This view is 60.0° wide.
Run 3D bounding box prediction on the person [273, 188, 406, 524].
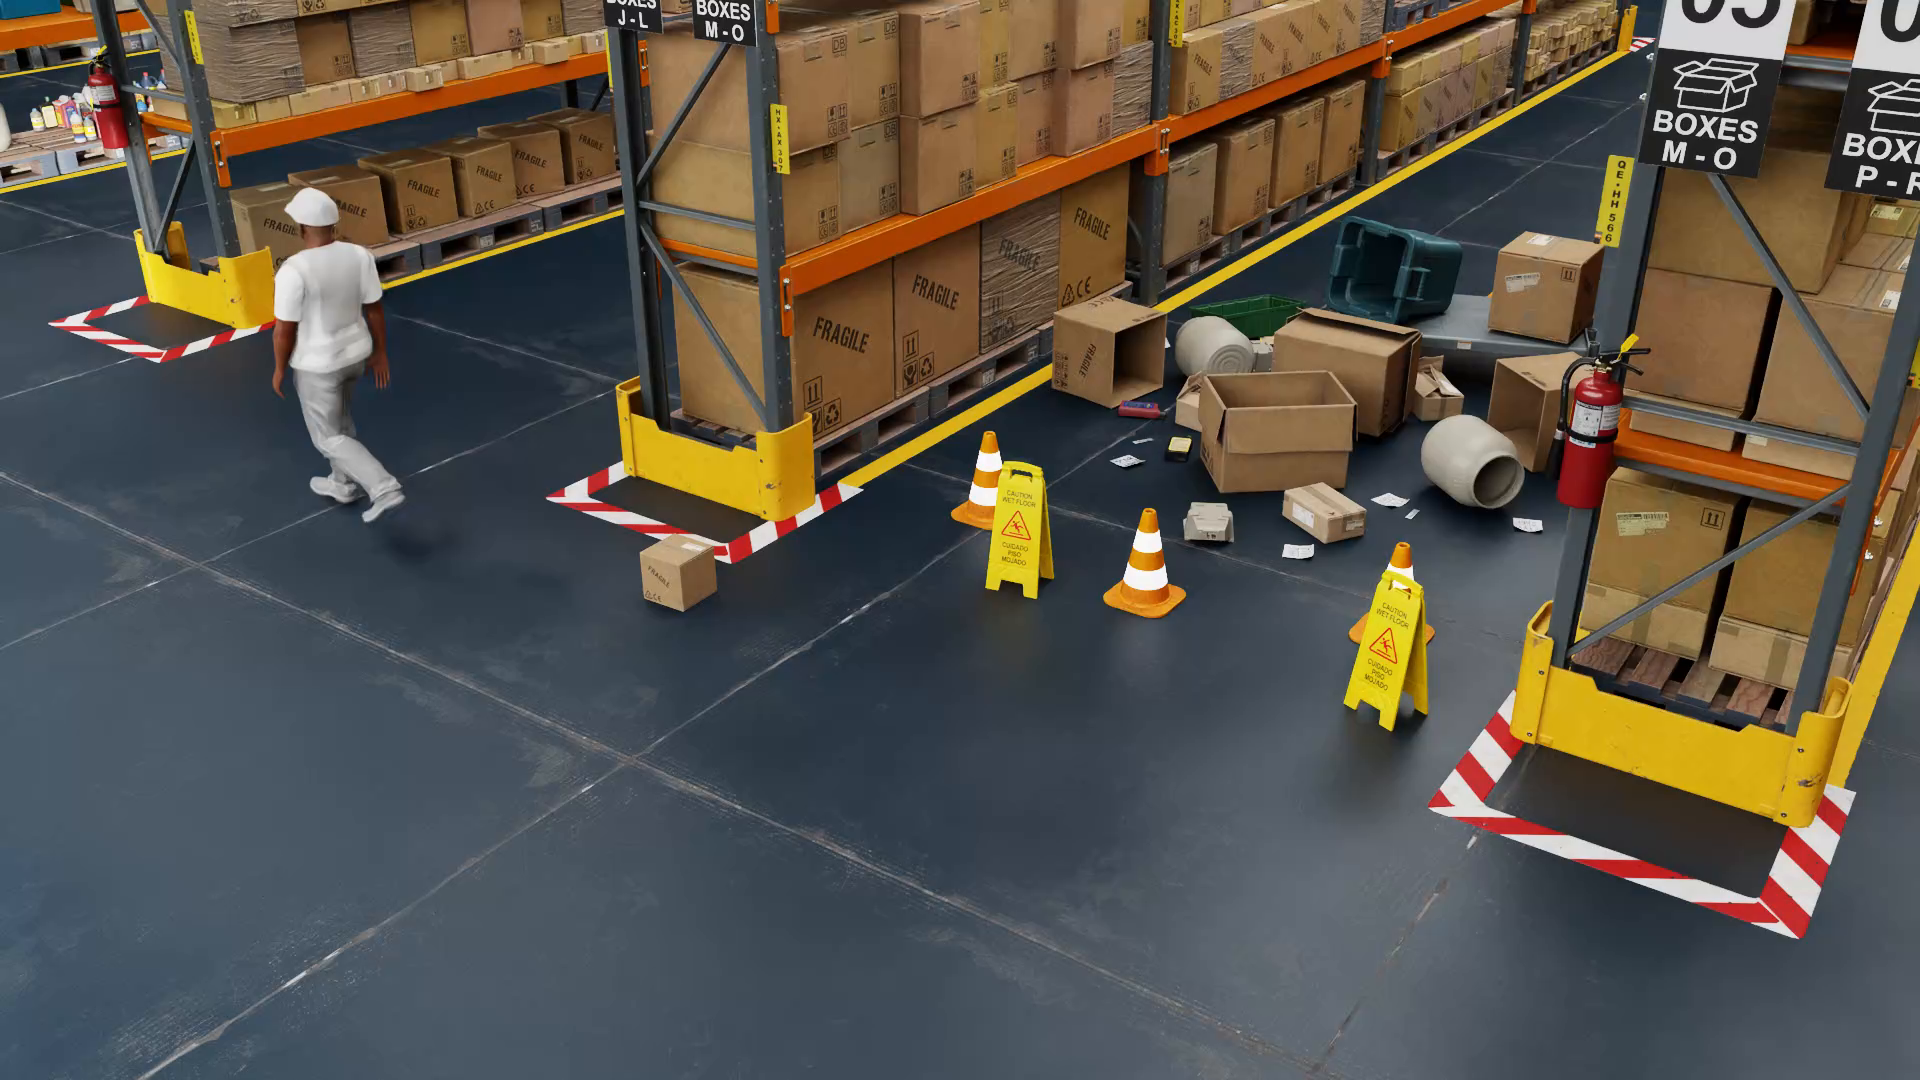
[{"bbox_3d":[-3.163,-0.915,8.394,0.906,1.739,0.565,15,30,27],"label":"person"}]
